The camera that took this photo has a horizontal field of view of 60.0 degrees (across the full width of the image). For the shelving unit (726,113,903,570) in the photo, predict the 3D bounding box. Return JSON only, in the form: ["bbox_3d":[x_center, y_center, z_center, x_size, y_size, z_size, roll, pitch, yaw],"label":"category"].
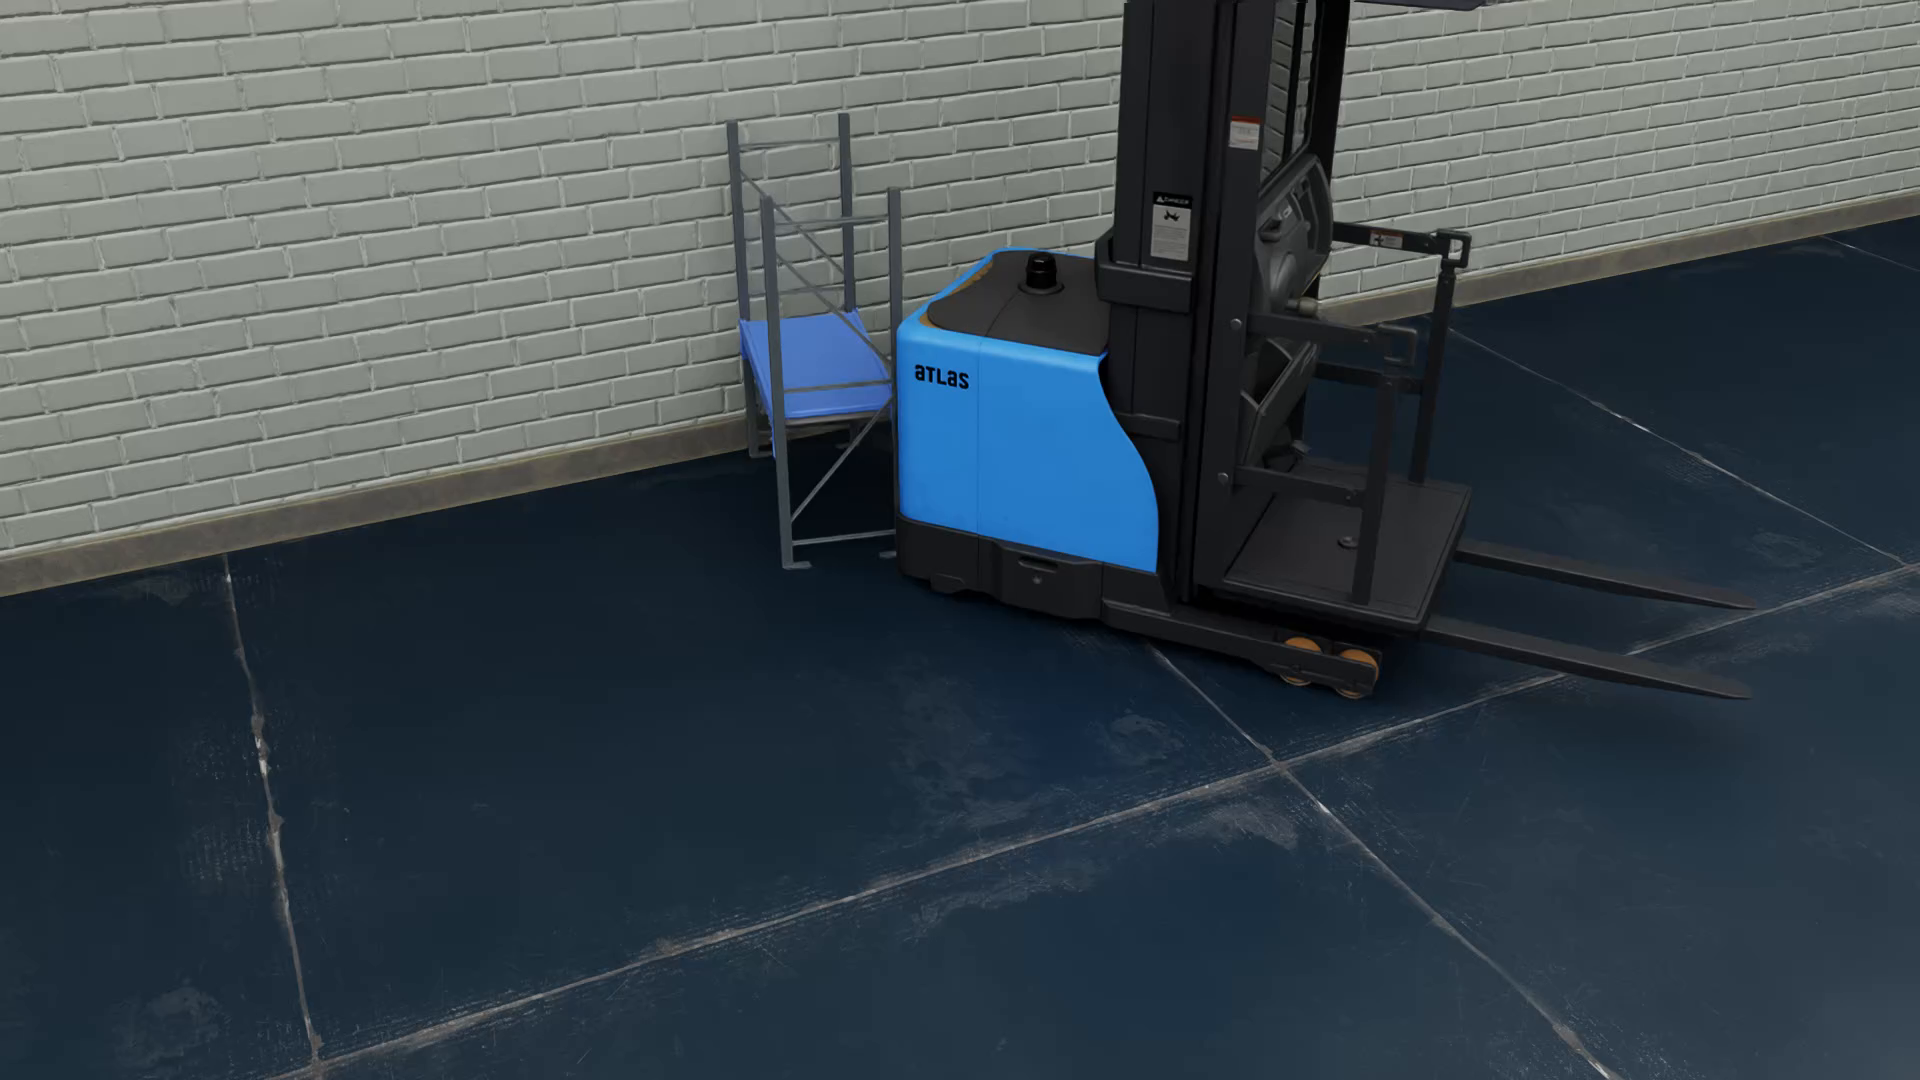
[{"bbox_3d":[-0.577,-0.815,6.671,0.538,1.500,1.048,-7,30,-12],"label":"shelving unit"}]

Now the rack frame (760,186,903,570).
[{"bbox_3d":[-0.457,-0.574,6.240,0.500,1.500,0.032,-7,30,-12],"label":"rack frame"}]

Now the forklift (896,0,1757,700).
[{"bbox_3d":[1.317,-1.025,5.582,3.031,2.935,1.130,12,32,21],"label":"forklift"}]

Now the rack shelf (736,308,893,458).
[{"bbox_3d":[-0.577,-0.659,6.759,0.538,0.185,1.000,-7,30,-12],"label":"rack shelf"}]

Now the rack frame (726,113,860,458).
[{"bbox_3d":[-0.696,-1.057,7.102,0.500,1.500,0.032,-7,30,-12],"label":"rack frame"}]
